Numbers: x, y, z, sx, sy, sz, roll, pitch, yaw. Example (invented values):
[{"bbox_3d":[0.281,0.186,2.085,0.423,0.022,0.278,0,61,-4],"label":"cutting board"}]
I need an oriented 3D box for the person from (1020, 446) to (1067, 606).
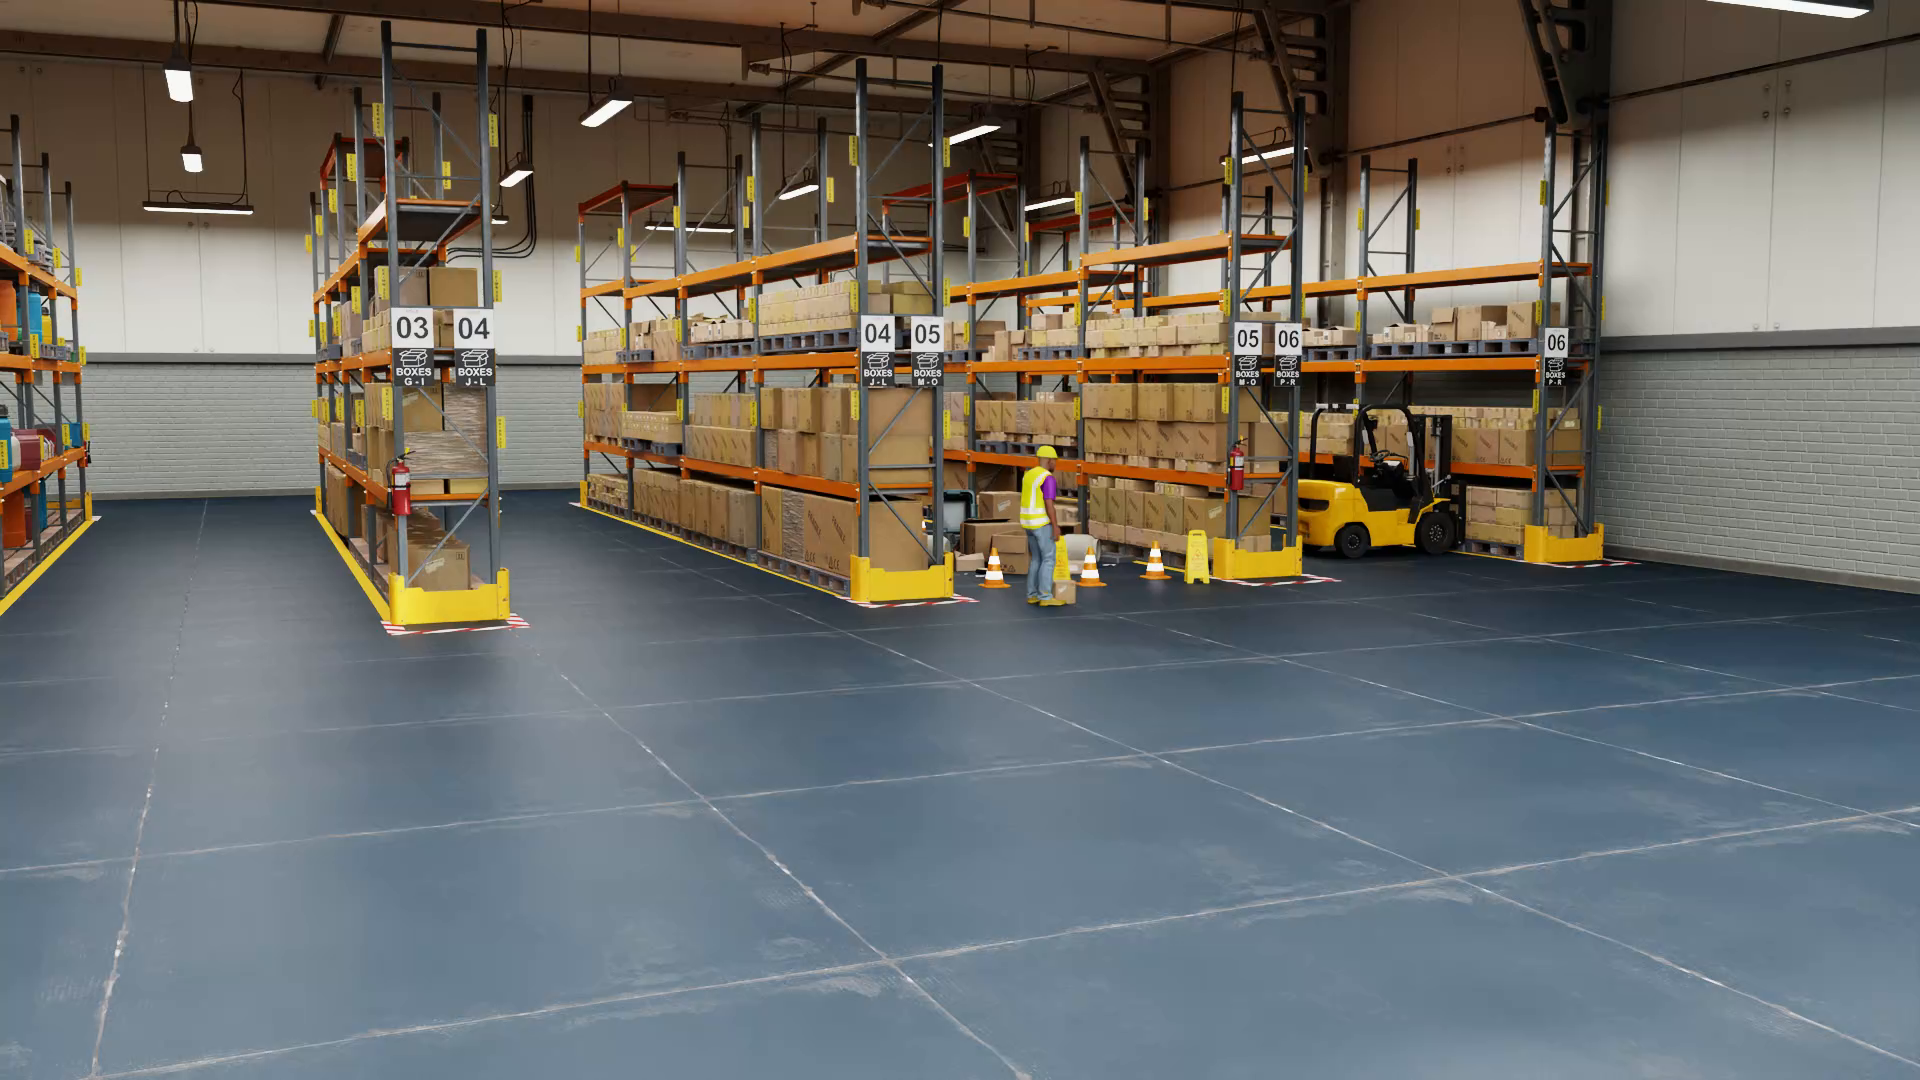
[{"bbox_3d":[0.913,-0.165,18.435,0.461,1.759,0.619,-3,6,-26],"label":"person"}]
